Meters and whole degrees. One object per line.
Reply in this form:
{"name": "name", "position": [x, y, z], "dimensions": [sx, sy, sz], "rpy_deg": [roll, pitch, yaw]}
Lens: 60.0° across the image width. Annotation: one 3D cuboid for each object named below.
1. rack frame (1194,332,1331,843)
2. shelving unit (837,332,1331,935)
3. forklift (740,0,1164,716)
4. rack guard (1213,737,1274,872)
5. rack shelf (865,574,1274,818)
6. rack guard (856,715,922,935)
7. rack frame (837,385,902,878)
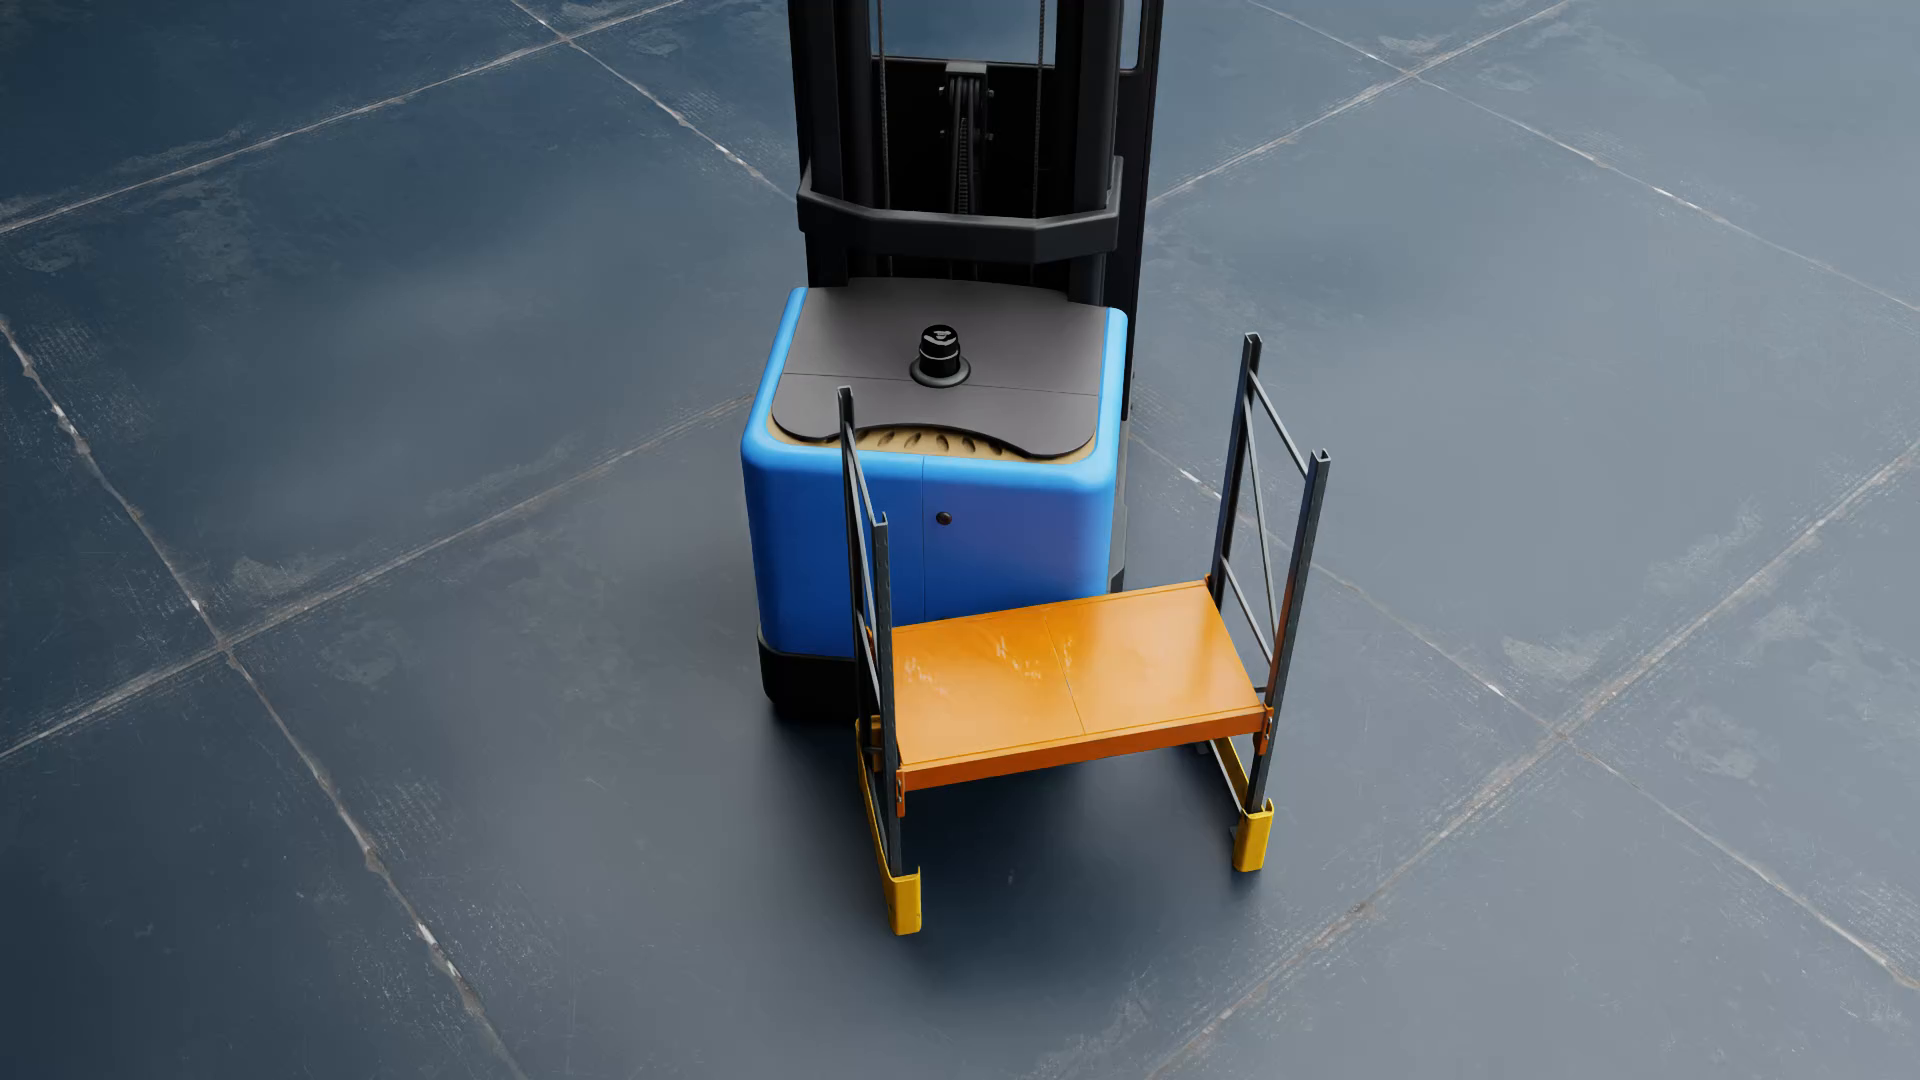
{"name": "rack frame", "position": [0.770, 0.201, 4.440], "dimensions": [0.032, 1.500, 0.500], "rpy_deg": [-8, 44, -9]}
{"name": "shelving unit", "position": [0.282, 0.273, 4.364], "dimensions": [1.083, 1.500, 0.587], "rpy_deg": [-8, 44, -9]}
{"name": "forklift", "position": [0.072, -1.496, 5.202], "dimensions": [1.130, 2.935, 3.031], "rpy_deg": [5, 43, 5]}
{"name": "rack guard", "position": [0.769, 0.657, 4.868], "dimensions": [0.087, 0.250, 0.587], "rpy_deg": [-8, 44, -9]}
{"name": "rack shelf", "position": [0.273, 0.405, 4.485], "dimensions": [1.000, 0.185, 0.538], "rpy_deg": [-8, 44, -9]}
{"name": "rack guard", "position": [-0.205, 0.800, 4.715], "dimensions": [0.087, 0.250, 0.587], "rpy_deg": [-8, 44, -9]}
{"name": "rack frame", "position": [-0.224, 0.348, 4.284], "dimensions": [0.032, 1.500, 0.500], "rpy_deg": [-8, 44, -9]}
